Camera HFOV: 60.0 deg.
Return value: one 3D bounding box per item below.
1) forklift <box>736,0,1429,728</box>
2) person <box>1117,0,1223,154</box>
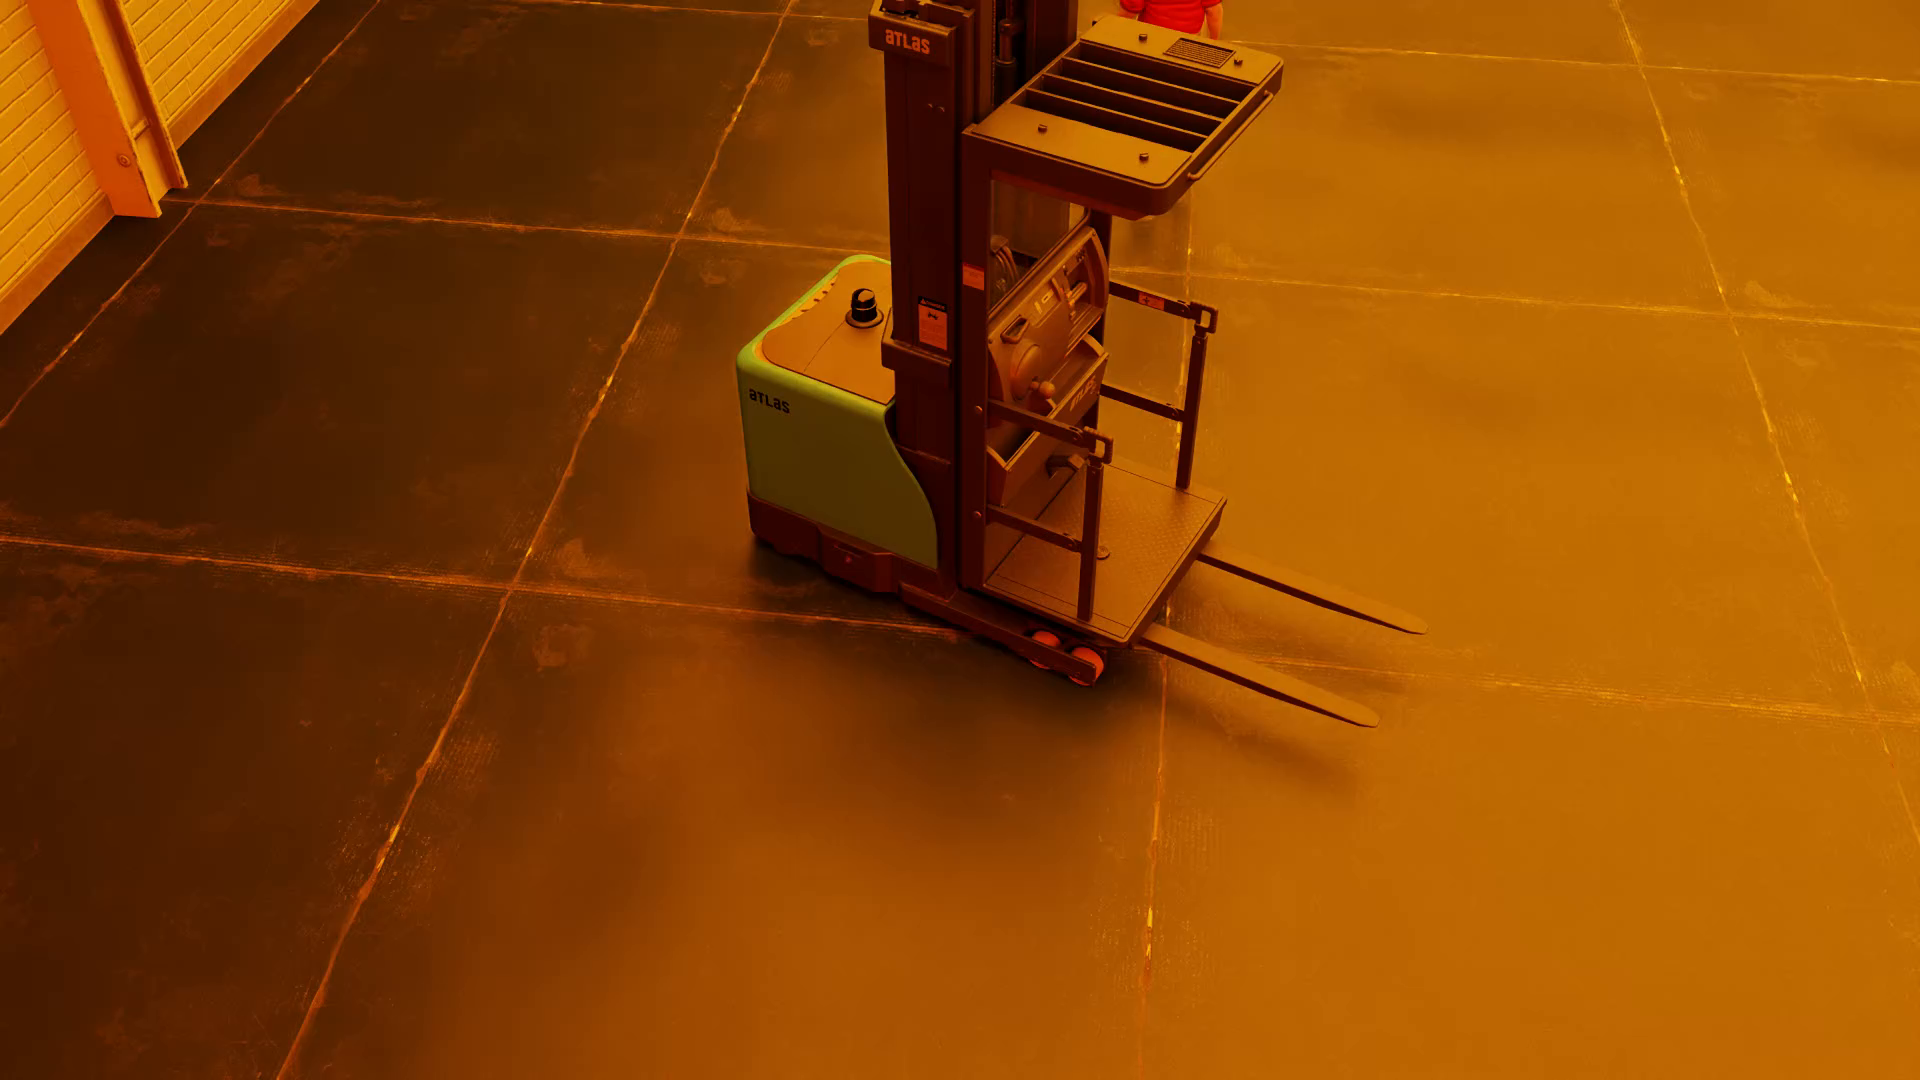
[{"bbox_3d":[0.544,-0.866,6.667,3.031,2.935,1.130,21,47,22],"label":"forklift"},{"bbox_3d":[1.207,-2.918,9.779,0.640,1.727,0.551,-1,43,-1],"label":"person"}]
